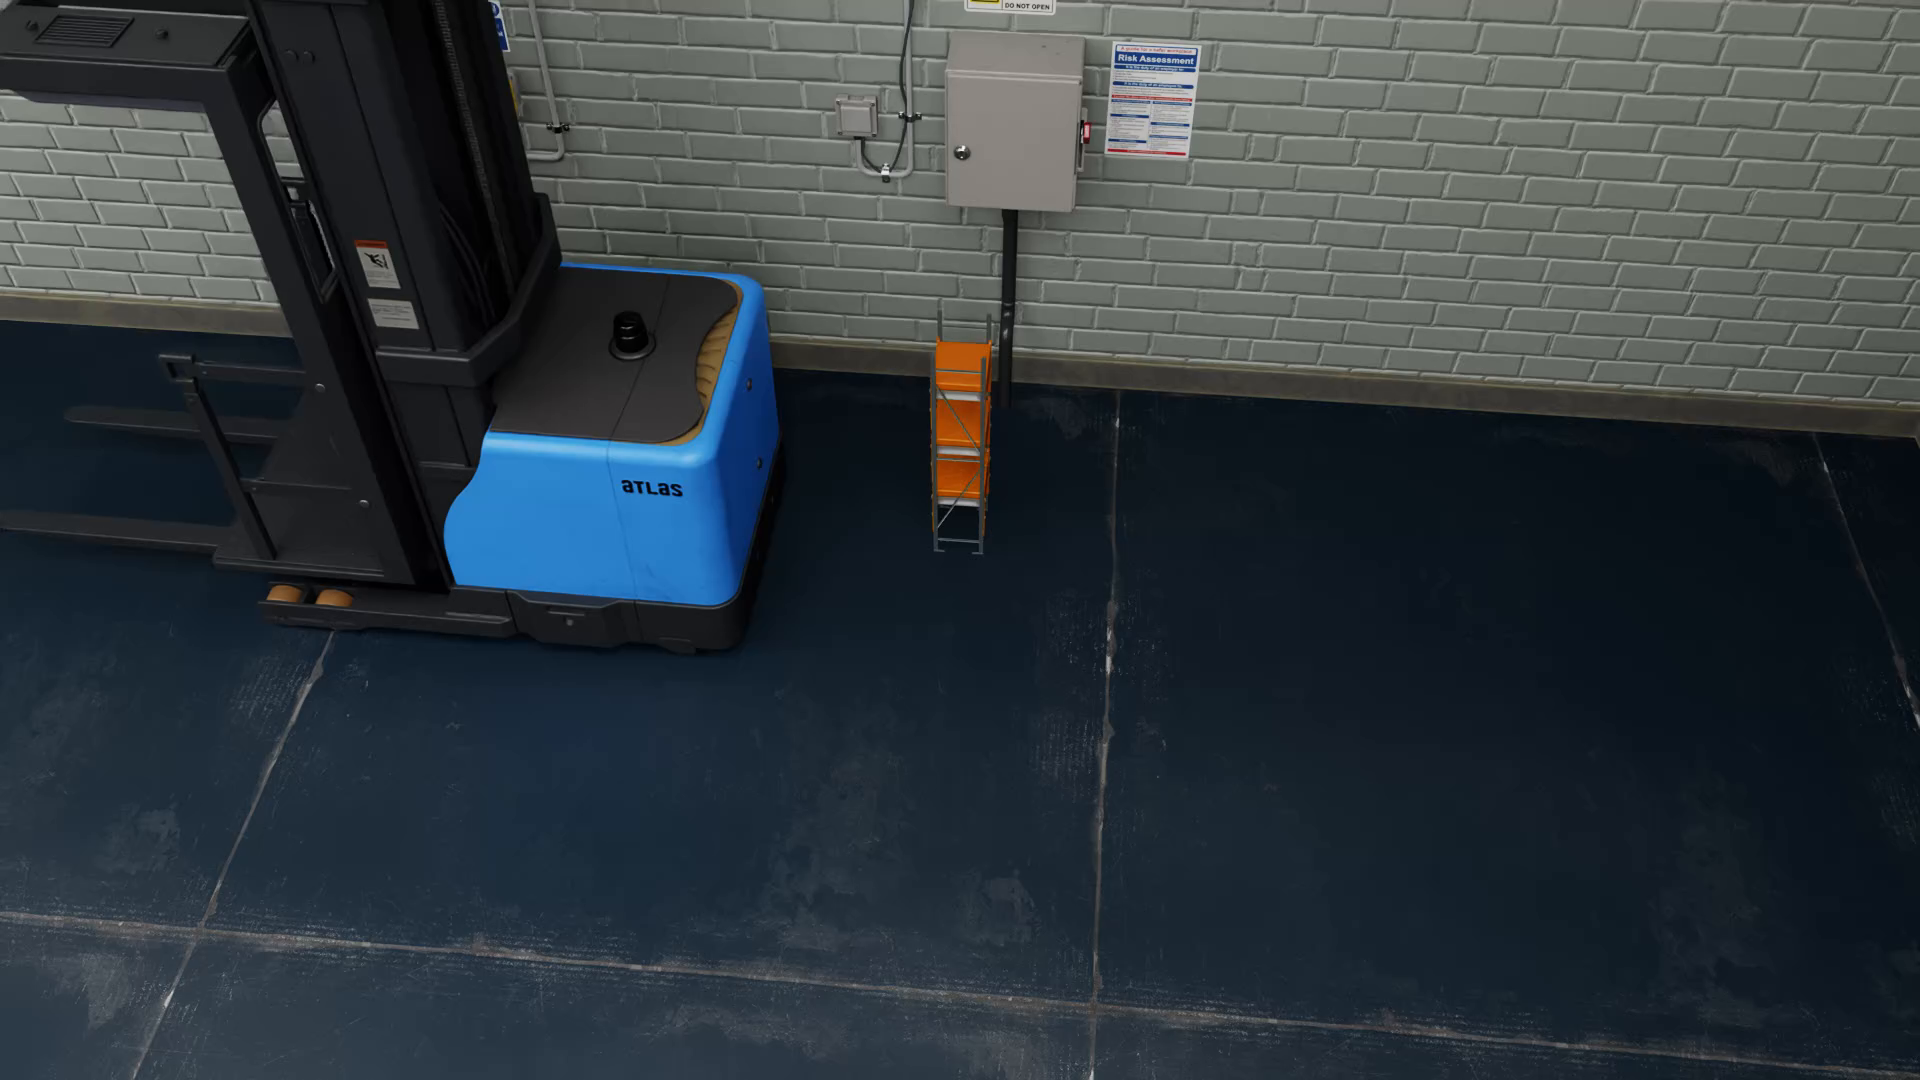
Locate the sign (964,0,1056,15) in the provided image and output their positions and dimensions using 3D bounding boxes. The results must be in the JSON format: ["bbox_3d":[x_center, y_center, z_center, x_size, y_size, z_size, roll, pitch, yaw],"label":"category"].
[{"bbox_3d":[0.183,-2.020,6.031,0.339,0.242,0.001,4,48,4],"label":"sign"}]

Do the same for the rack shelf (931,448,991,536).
[{"bbox_3d":[0.005,-0.199,6.637,0.215,0.259,0.240,4,48,4],"label":"rack shelf"}]

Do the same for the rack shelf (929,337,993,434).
[{"bbox_3d":[0.005,-0.578,6.223,0.215,0.259,0.240,4,48,4],"label":"rack shelf"}]

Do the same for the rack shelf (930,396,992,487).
[{"bbox_3d":[0.005,-0.387,6.432,0.215,0.259,0.240,4,48,4],"label":"rack shelf"}]

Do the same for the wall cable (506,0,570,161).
[{"bbox_3d":[-1.860,-2.187,6.034,0.585,1.953,0.123,4,48,4],"label":"wall cable"}]

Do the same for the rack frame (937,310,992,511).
[{"bbox_3d":[0.016,-0.483,6.507,0.200,1.050,0.008,4,48,4],"label":"rack frame"}]

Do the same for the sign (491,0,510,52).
[{"bbox_3d":[-1.902,-1.973,6.365,0.327,0.218,0.001,4,48,4],"label":"sign"}]

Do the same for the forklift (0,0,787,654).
[{"bbox_3d":[-2.273,-1.025,5.727,3.031,2.935,1.130,5,48,4],"label":"forklift"}]

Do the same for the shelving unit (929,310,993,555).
[{"bbox_3d":[0.005,-0.394,6.425,0.215,1.050,0.252,4,48,4],"label":"shelving unit"}]

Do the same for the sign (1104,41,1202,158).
[{"bbox_3d":[0.730,-1.672,6.337,0.329,0.494,0.001,4,48,4],"label":"sign"}]

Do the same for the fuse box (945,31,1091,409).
[{"bbox_3d":[0.219,-1.150,6.668,0.539,1.711,0.414,4,48,4],"label":"fuse box"}]

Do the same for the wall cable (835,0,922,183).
[{"bbox_3d":[-0.446,-2.090,5.966,0.588,1.984,0.122,4,48,4],"label":"wall cable"}]

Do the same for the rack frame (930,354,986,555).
[{"bbox_3d":[-0.006,-0.304,6.343,0.200,1.050,0.008,4,48,4],"label":"rack frame"}]
